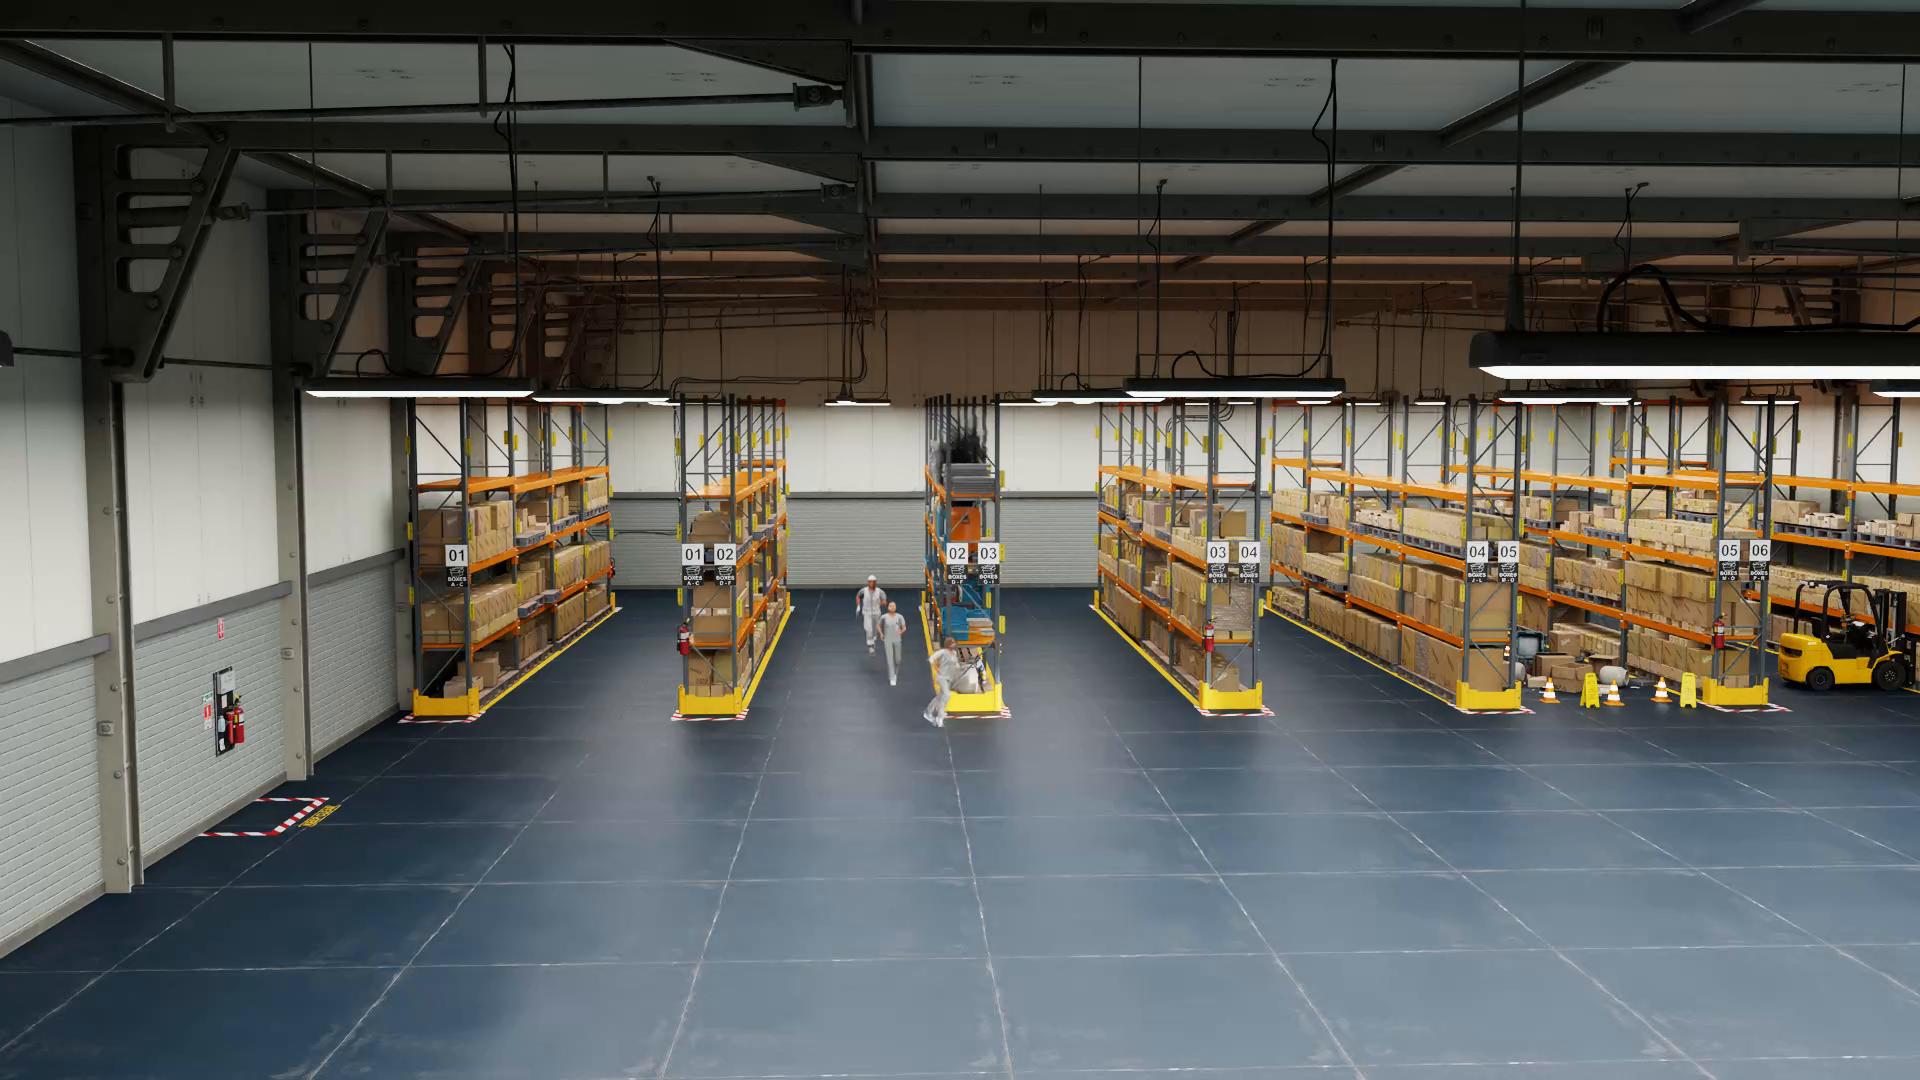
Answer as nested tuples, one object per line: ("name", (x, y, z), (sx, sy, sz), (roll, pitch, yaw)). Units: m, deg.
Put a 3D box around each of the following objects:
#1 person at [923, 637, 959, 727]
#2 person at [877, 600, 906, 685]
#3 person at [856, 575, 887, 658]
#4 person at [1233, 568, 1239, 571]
("person", (-0.316, 2.564, 30.253), (0.641, 1.619, 0.590), (4, 6, 39))
("person", (-1.343, 2.017, 32.818), (0.575, 1.645, 0.690), (-1, 5, -9))
("person", (-1.939, 1.681, 36.652), (0.662, 1.820, 0.965), (-1, 5, -11))
("person", (7.714, 1.257, 45.889), (0.581, 1.654, 0.882), (1, 5, 7))
